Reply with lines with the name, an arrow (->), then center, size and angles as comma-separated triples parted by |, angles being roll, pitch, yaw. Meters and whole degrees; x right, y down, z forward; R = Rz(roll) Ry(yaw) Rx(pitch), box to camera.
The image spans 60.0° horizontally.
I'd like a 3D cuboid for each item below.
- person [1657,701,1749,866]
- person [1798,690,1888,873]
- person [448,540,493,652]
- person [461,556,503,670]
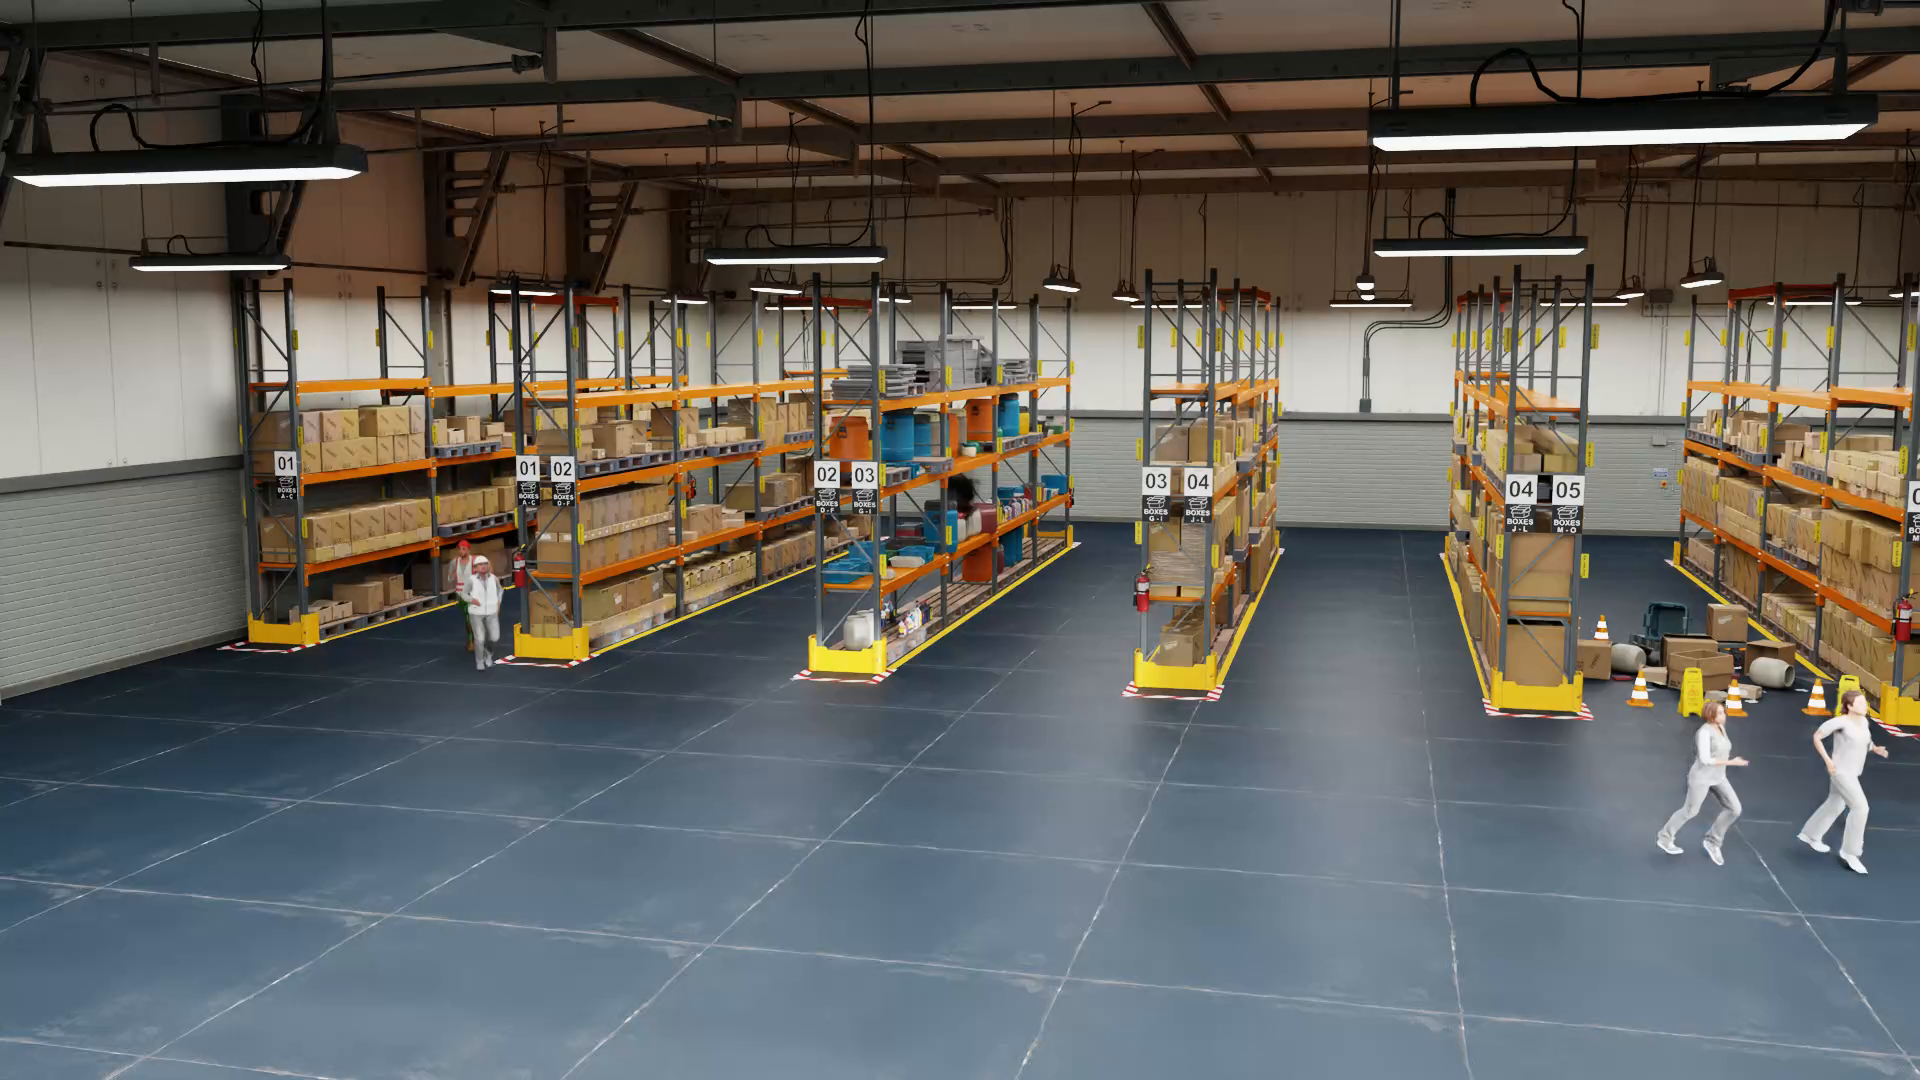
person -> 7.151, 2.308, 15.914 | 0.546, 1.596, 0.815 | -5, 9, -37
person -> 8.477, 2.267, 15.977 | 0.561, 1.718, 0.768 | -5, 8, -35
person -> -7.995, 0.889, 27.068 | 0.666, 1.806, 0.829 | 1, 7, 11
person -> -7.209, 1.111, 25.240 | 0.664, 1.743, 0.547 | -4, 8, -29
